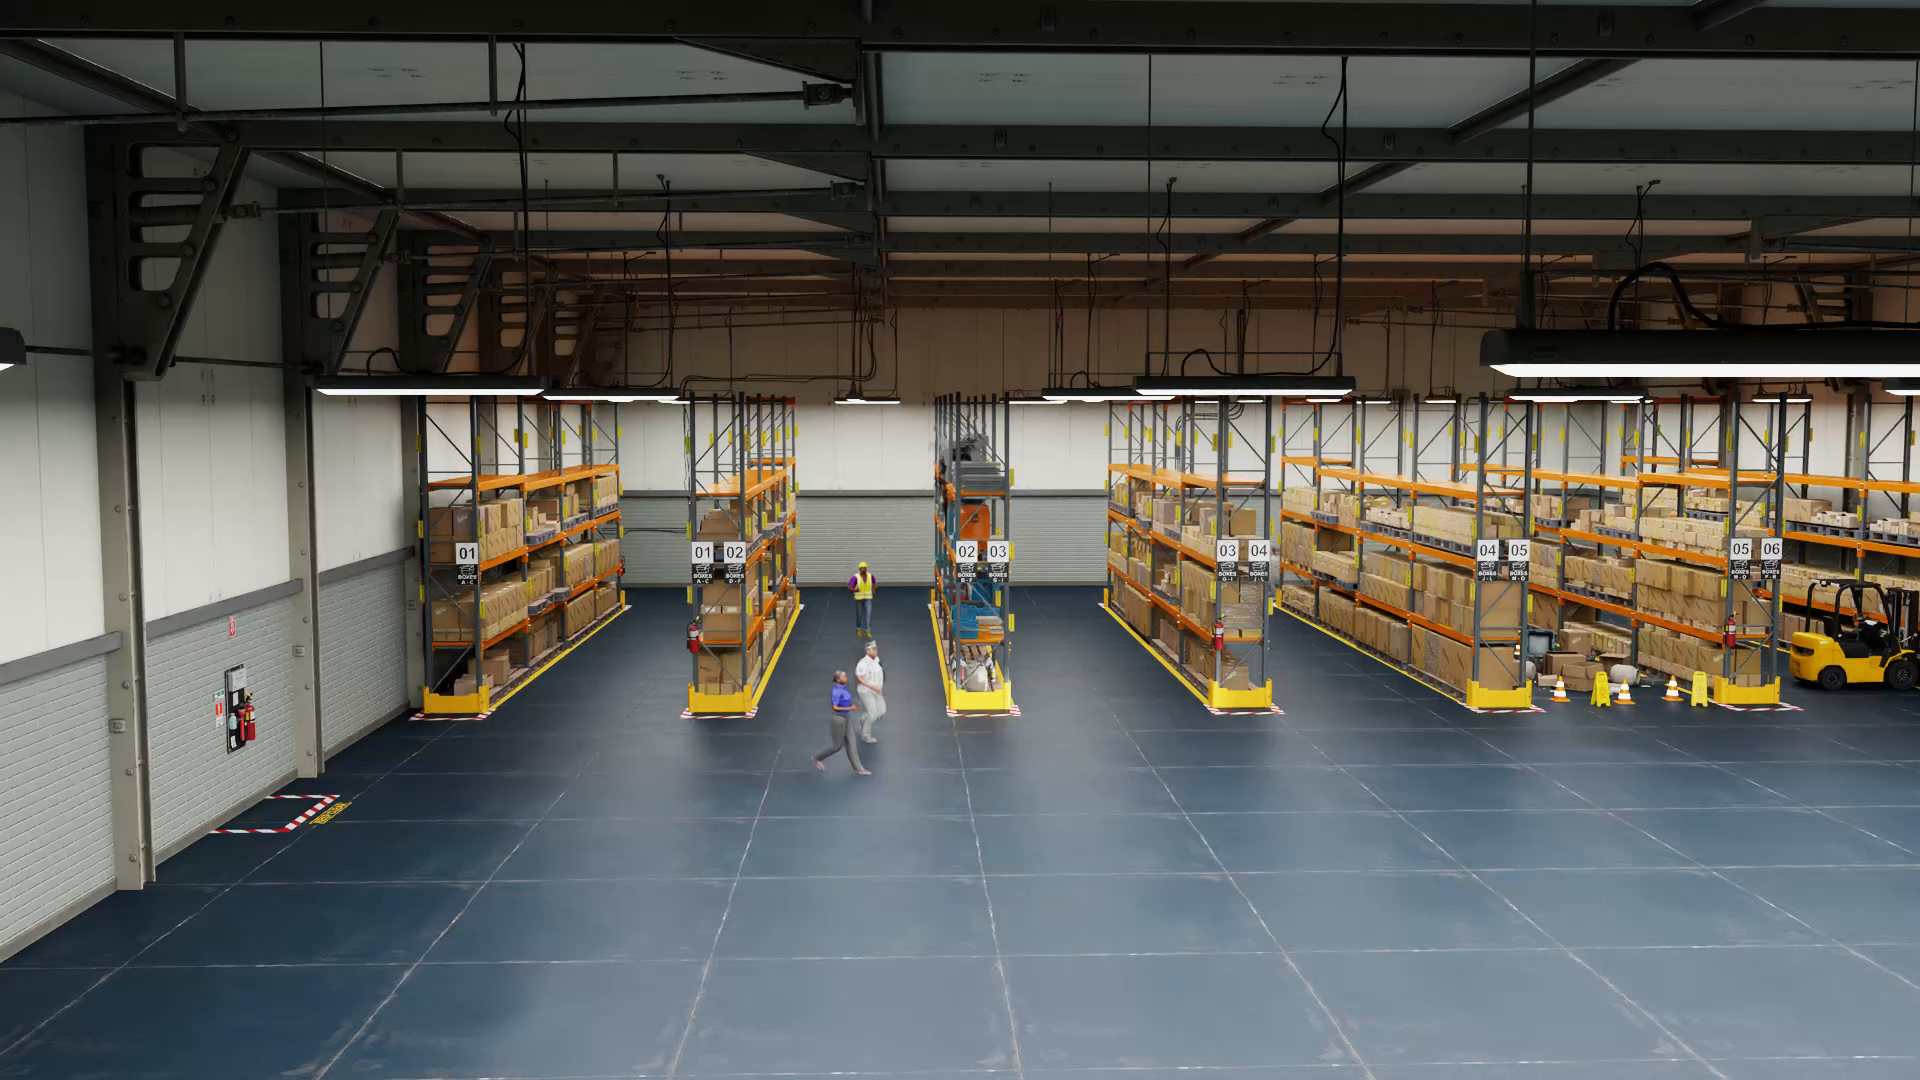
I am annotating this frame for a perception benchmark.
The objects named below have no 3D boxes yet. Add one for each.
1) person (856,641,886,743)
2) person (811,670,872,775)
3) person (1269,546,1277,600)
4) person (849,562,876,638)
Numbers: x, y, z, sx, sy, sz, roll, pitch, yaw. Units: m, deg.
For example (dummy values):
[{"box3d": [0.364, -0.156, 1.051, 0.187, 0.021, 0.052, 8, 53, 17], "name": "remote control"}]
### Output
[{"box3d": [-1.530, 2.585, 28.472, 0.612, 1.732, 0.698, 3, 5, 30], "name": "person"}, {"box3d": [-1.835, 2.811, 25.674, 0.957, 1.632, 0.583, 1, 5, 13], "name": "person"}, {"box3d": [9.142, 0.989, 48.974, 0.658, 1.598, 0.567, -1, 5, -9], "name": "person"}, {"box3d": [-2.260, 1.423, 39.044, 0.703, 1.808, 0.932, -1, 5, -15], "name": "person"}]
